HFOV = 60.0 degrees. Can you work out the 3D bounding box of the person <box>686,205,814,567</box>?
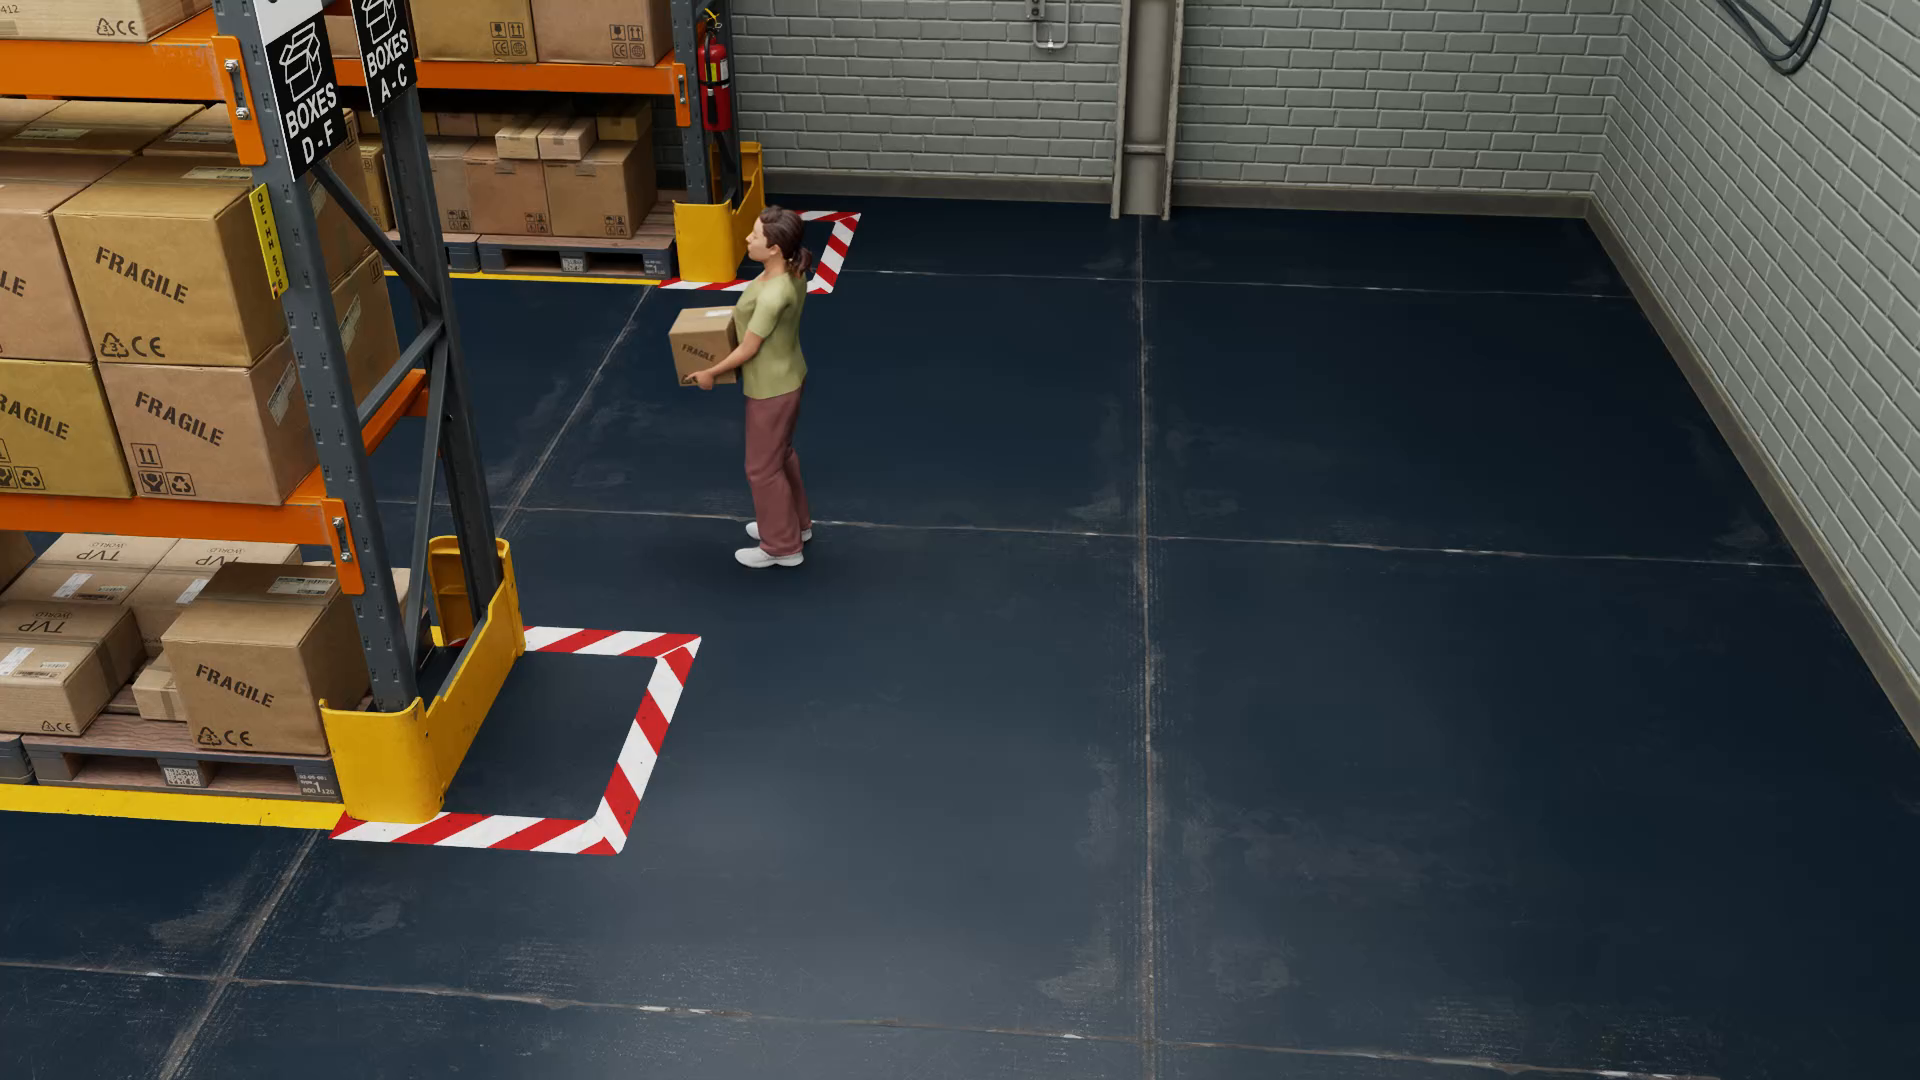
[{"bbox_3d":[-0.877,-0.658,7.197,0.559,1.662,0.428,3,32,4],"label":"person"}]
